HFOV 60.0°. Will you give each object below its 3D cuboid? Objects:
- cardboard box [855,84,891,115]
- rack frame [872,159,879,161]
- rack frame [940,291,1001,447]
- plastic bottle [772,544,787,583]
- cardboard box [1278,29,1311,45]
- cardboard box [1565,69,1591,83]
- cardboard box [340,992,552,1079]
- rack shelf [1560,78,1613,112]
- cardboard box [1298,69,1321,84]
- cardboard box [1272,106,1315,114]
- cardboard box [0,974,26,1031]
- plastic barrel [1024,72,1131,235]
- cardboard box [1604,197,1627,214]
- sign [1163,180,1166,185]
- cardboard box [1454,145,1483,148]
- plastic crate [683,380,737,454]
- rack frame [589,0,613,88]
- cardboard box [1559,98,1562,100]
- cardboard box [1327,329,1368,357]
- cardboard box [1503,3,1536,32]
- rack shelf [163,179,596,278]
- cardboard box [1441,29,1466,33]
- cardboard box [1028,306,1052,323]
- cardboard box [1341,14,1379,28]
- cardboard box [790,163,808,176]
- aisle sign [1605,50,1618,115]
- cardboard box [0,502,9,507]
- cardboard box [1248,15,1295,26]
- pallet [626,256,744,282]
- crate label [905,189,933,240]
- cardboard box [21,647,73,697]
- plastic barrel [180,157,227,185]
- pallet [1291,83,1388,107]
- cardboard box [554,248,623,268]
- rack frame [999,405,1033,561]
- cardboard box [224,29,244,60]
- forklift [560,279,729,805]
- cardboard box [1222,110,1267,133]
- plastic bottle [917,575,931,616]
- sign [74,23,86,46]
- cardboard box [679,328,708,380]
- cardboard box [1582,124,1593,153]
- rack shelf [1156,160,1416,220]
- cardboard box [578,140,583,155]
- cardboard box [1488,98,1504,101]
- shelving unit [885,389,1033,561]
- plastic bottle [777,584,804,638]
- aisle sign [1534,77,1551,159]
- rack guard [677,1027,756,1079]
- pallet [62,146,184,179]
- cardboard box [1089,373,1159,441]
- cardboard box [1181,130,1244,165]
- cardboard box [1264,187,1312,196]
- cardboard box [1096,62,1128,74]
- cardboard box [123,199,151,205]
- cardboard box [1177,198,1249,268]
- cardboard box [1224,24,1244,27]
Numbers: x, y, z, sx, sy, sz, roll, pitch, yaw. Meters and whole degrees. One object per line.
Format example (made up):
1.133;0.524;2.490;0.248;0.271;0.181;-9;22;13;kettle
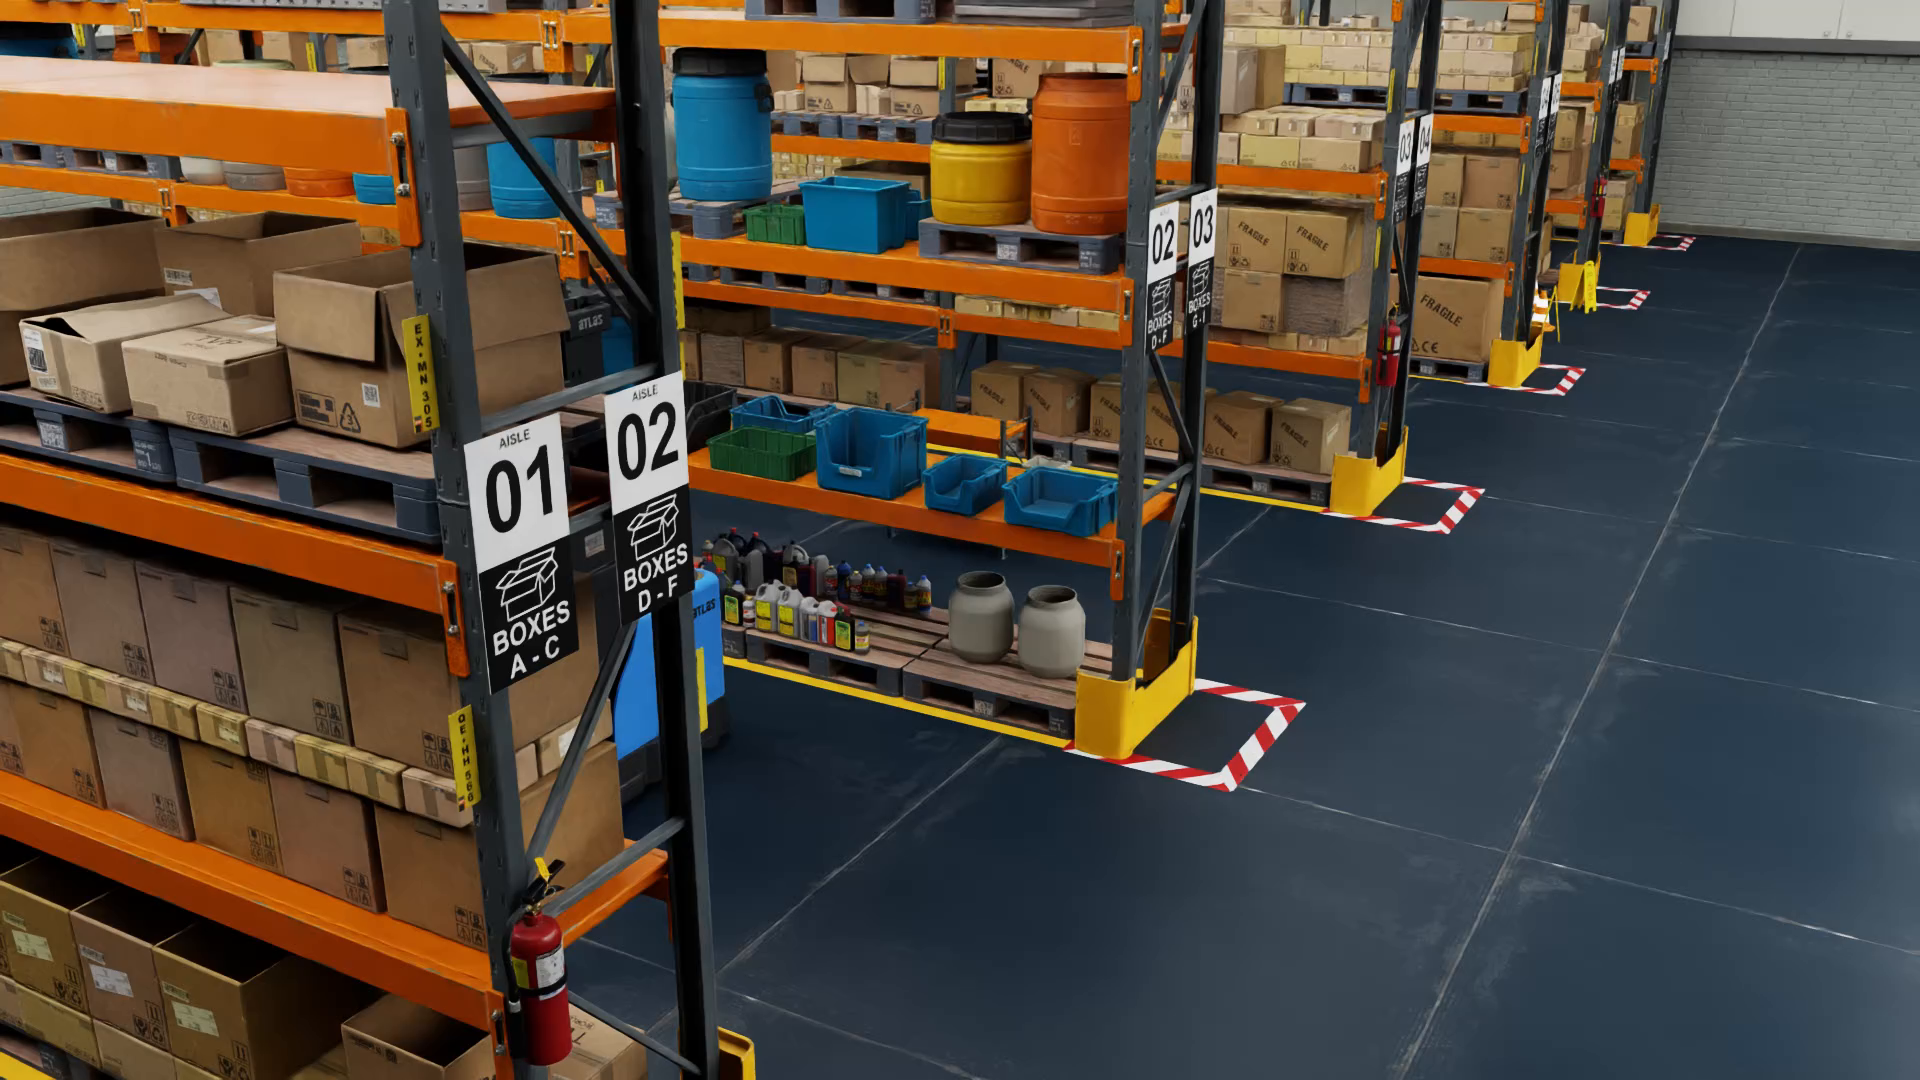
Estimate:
-0.761;-4.121;15.509;0.258;0.266;0.396;12;23;29;cardboard box
-0.876;-4.575;21.578;0.127;3.000;1.000;11;23;27;rack frame
0.109;-2.450;15.720;0.127;3.000;1.000;11;23;27;rack frame
-1.274;0.163;11.856;0.133;0.283;0.061;13;23;31;plastic bottle
3.659;-5.490;18.139;0.250;0.149;0.380;11;23;28;cardboard box
7.986;-6.003;21.485;0.250;0.149;0.380;11;23;28;cardboard box
-1.847;1.906;6.029;0.500;0.500;0.500;11;23;27;cardboard box
6.688;-6.139;22.547;4.000;0.370;1.077;11;23;27;rack shelf
3.881;-5.073;18.159;0.250;0.149;0.380;11;23;27;cardboard box
2.810;-3.570;14.045;0.250;0.149;0.380;12;23;29;cardboard box
-4.035;1.846;7.294;0.500;0.250;0.500;11;23;27;cardboard box
0.699;-2.163;9.284;0.708;0.830;0.600;11;23;27;plastic barrel
10.274;-5.341;26.373;0.500;0.250;0.500;10;22;27;cardboard box
2.360;-4.254;19.111;0.005;0.325;0.100;11;23;27;sign
6.956;-5.099;22.440;0.500;0.500;0.500;11;23;27;cardboard box
-1.912;-0.821;11.321;0.504;0.338;0.767;11;23;27;plastic crate
-3.383;-5.935;16.531;0.127;3.000;1.000;11;23;27;rack frame
9.581;-7.073;26.930;0.250;0.149;0.380;10;22;26;cardboard box
3.251;-1.653;13.890;0.250;0.149;0.380;11;23;27;cardboard box
9.009;-8.226;26.331;0.637;0.503;0.797;12;23;29;cardboard box
-4.053;-2.380;12.183;4.000;0.370;1.077;11;23;27;rack shelf
5.310;-5.433;17.981;0.250;0.149;0.380;11;23;28;cardboard box
0.816;-2.089;15.093;0.250;0.149;0.380;11;23;27;cardboard box
6.609;-8.539;27.475;0.500;0.311;0.500;10;22;26;cardboard box
-1.994;-4.827;21.591;0.250;0.149;0.380;11;23;29;cardboard box
8.347;-5.860;21.310;0.004;0.787;0.394;11;23;27;aisle sign
-3.893;-0.003;6.925;0.500;0.500;0.700;11;23;27;cardboard box
4.374;-7.231;23.372;0.500;0.250;0.500;11;23;29;cardboard box
-2.709;-2.938;17.347;1.003;0.211;1.213;11;23;27;pallet
-0.288;-2.060;10.465;0.408;0.251;0.502;11;23;27;crate label
-3.458;0.462;6.594;0.250;0.149;0.380;10;22;26;cardboard box
-5.677;-2.960;12.565;0.421;0.512;0.421;0;20;0;plastic barrel
4.386;-4.936;18.304;1.213;0.211;1.003;11;23;27;pallet
-3.935;-3.170;17.560;0.500;0.500;0.500;12;23;29;cardboard box
0.438;-0.445;12.943;0.032;1.125;0.500;11;23;27;rack frame
-8.055;-5.685;19.330;0.500;0.500;0.700;12;23;30;cardboard box
-2.548;0.177;8.578;1.130;2.935;3.031;11;23;27;forklift
2.358;-3.469;13.766;0.250;0.149;0.380;11;23;28;cardboard box
-0.245;0.371;11.299;0.097;0.271;0.097;0;20;0;plastic bottle
-10.643;-6.139;20.095;0.005;0.325;0.100;11;23;27;sign
-2.789;-2.041;17.614;0.500;0.500;0.700;10;22;24;cardboard box
9.845;-6.353;26.333;0.500;0.500;0.500;12;23;29;cardboard box
1.855;-3.189;14.414;4.000;0.370;1.077;11;23;27;rack shelf
-5.381;-5.510;23.573;0.500;0.500;0.500;10;22;26;cardboard box
8.656;-7.038;26.835;0.250;0.149;0.380;11;23;27;cardboard box
-0.006;-0.530;13.176;1.048;1.125;0.538;11;23;27;shelving unit
-1.106;0.454;10.955;0.185;0.351;0.144;12;23;30;plastic bottle
6.024;-4.365;17.189;0.004;0.787;0.394;11;23;27;aisle sign
-1.213;2.343;6.173;0.348;0.500;1.175;11;23;27;rack guard
-6.419;-3.118;13.441;1.213;0.211;1.003;11;23;27;pallet
1.523;-1.221;15.382;0.500;0.500;0.500;9;22;23;cardboard box
2.176;-3.299;13.881;0.500;0.250;0.500;11;23;28;cardboard box
3.863;-4.229;18.820;0.550;0.550;0.875;11;23;27;cardboard box
1.921;-5.564;19.362;0.500;0.250;0.500;11;23;28;cardboard box
-10.080;-4.355;20.755;0.500;0.250;0.500;10;22;26;cardboard box
2.126;-2.625;14.153;0.500;0.500;0.500;11;23;27;cardboard box
3.091;-5.855;19.145;0.250;0.149;0.380;11;22;27;cardboard box
